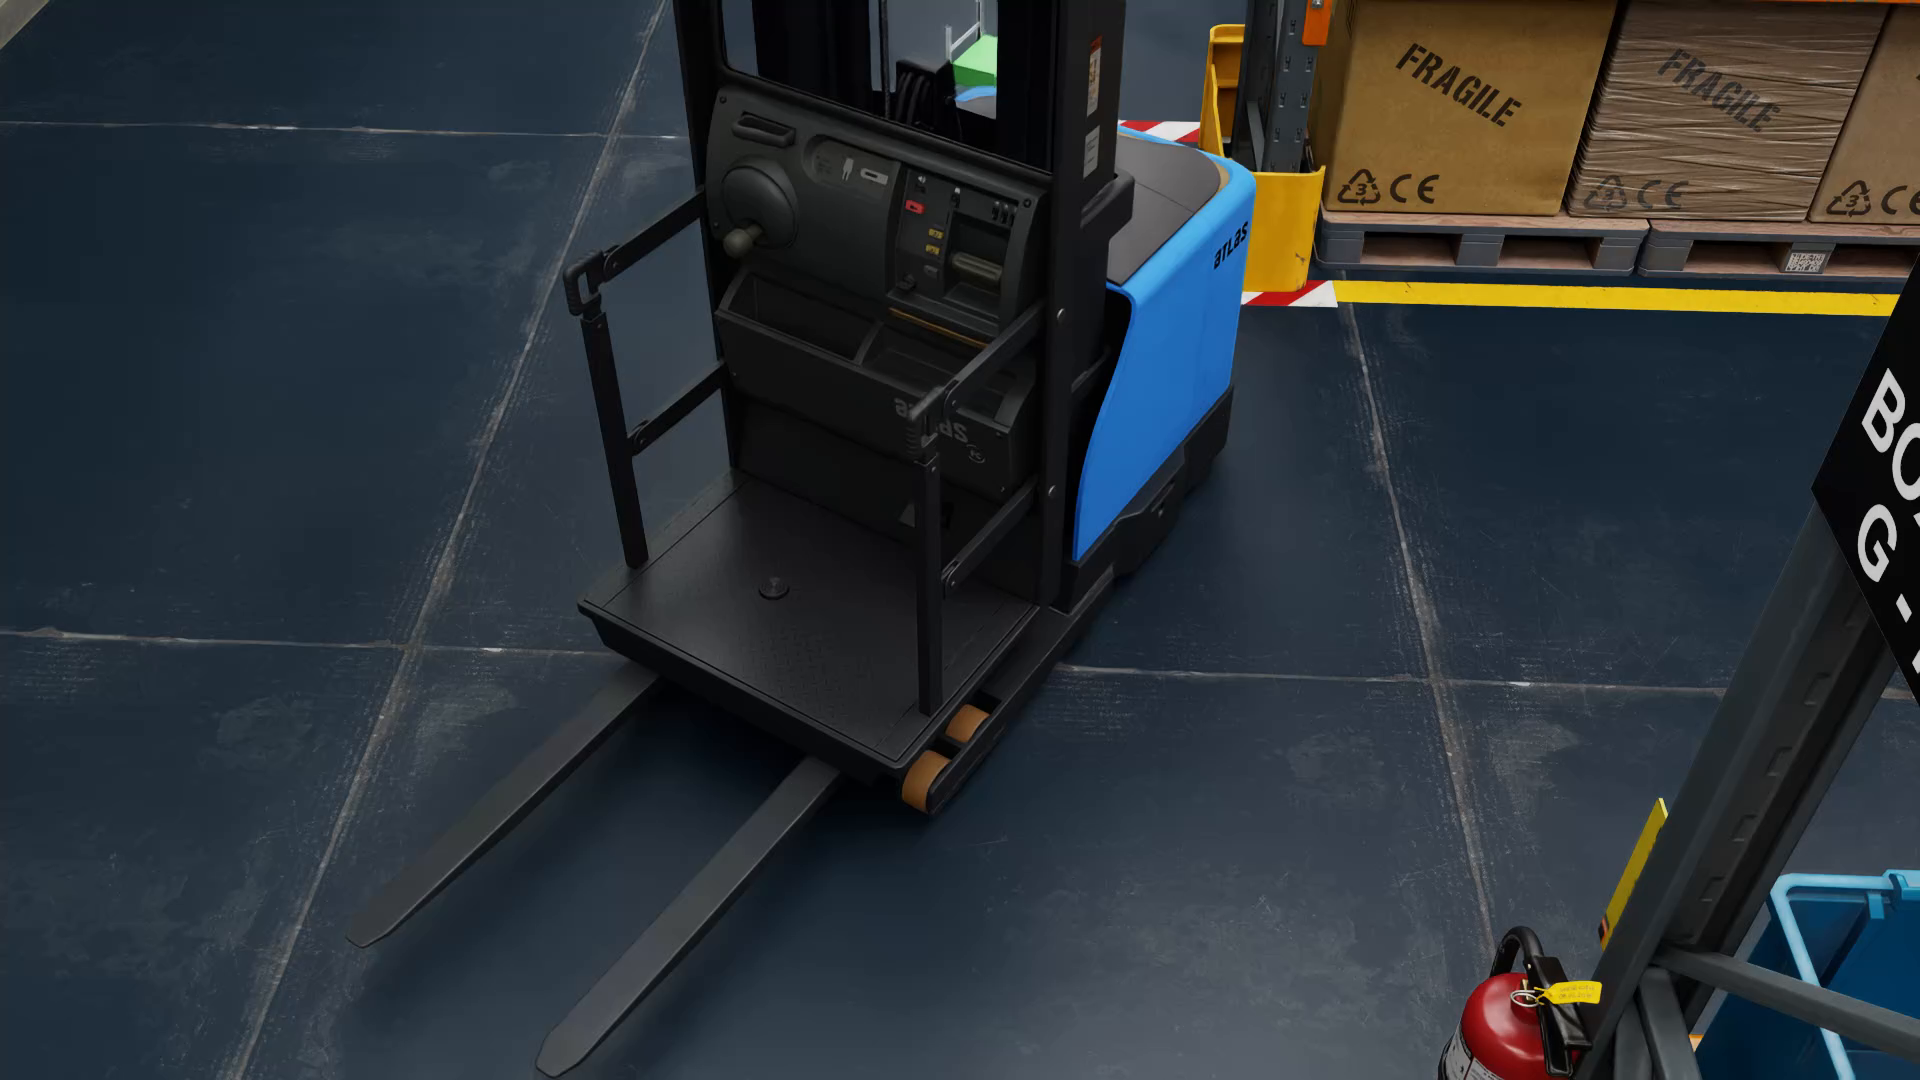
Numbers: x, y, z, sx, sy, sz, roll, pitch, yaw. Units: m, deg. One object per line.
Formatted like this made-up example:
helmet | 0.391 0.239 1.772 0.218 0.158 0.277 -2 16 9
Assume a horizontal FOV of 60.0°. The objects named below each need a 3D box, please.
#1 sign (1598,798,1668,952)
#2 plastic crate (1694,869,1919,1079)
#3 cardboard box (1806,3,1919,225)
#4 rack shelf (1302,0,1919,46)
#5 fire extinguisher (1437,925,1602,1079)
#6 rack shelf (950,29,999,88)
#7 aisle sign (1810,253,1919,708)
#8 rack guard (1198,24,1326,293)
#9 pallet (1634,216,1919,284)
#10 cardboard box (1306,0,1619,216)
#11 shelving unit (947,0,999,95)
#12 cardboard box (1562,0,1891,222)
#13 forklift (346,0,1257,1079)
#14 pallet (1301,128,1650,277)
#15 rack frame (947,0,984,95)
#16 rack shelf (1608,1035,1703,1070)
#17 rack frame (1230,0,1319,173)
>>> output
sign | 0.970 0.509 2.383 0.005 0.325 0.100 2 43 2
plastic crate | 1.304 0.792 2.129 0.499 0.435 0.616 2 43 2
cardboard box | 3.625 -1.784 6.215 0.875 0.875 0.875 2 43 2
rack shelf | 3.182 -2.104 5.836 4.000 0.370 1.077 2 43 2
fire extinguisher | 0.831 0.795 2.526 0.183 0.674 0.296 2 43 2
rack shelf | 0.235 -1.472 5.337 0.480 0.148 0.258 19 46 19
aisle sign | 0.902 -0.209 1.366 0.004 0.787 0.394 2 43 2
rack guard | 1.160 -1.515 6.509 0.348 0.500 1.175 2 43 2
pallet | 3.202 -1.398 6.595 1.213 0.211 1.003 2 43 2
cardboard box | 1.827 -1.840 6.275 0.875 0.875 0.875 2 43 2
shelving unit | 0.234 -1.165 5.619 0.503 1.200 0.258 19 46 19
cardboard box | 2.736 -1.812 6.245 0.875 0.875 0.875 2 43 2
forklift | -0.344 -0.714 3.866 1.130 2.935 3.031 24 48 24
pallet | 1.987 -1.437 6.638 1.213 0.211 1.003 2 43 2
rack frame | 0.016 -1.241 5.700 0.015 1.200 0.240 19 46 19
rack shelf | 2.959 1.269 2.215 4.000 0.370 1.077 2 43 2
rack frame | 1.184 -2.428 5.656 0.127 3.000 1.000 2 43 2
